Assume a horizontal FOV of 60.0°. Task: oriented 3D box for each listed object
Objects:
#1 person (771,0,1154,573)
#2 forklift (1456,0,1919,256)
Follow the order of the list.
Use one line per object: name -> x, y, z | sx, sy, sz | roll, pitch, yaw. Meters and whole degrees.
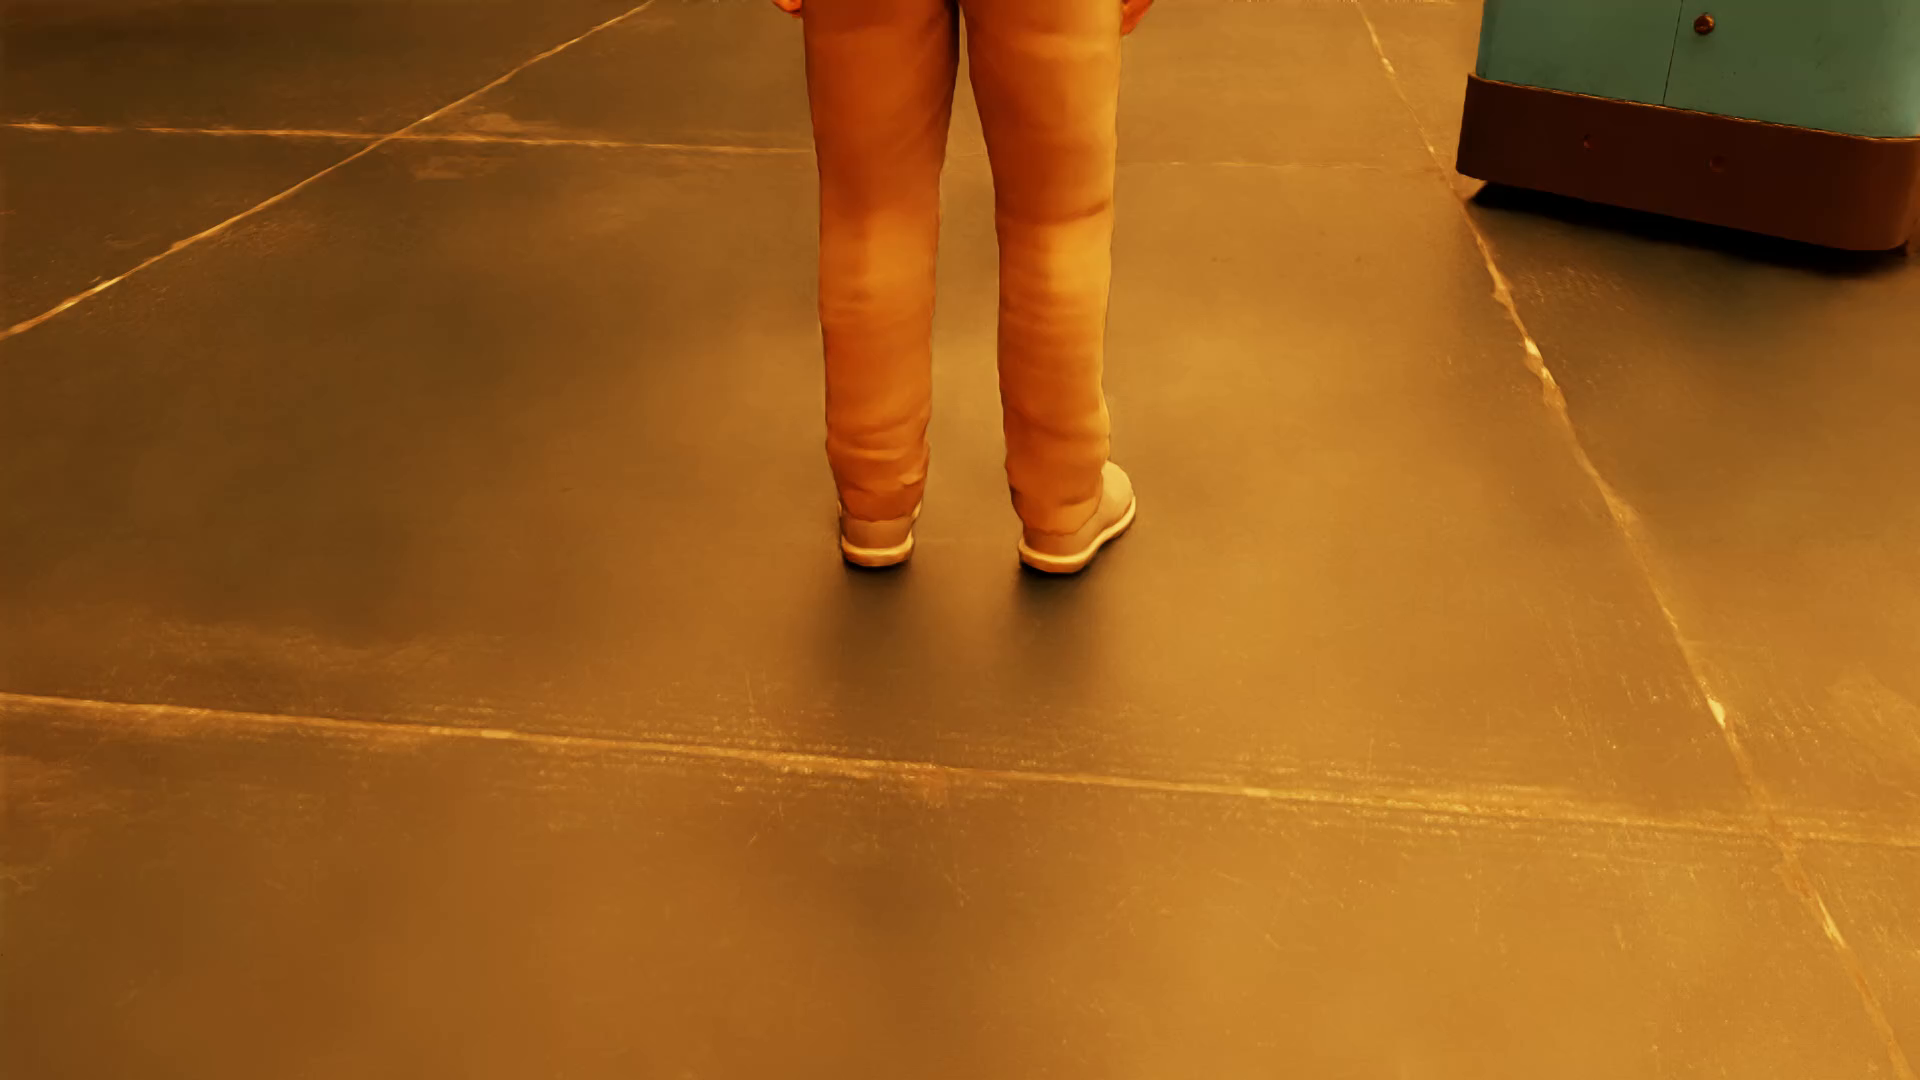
person -> 0.003, -0.784, 2.137 | 0.523, 1.730, 0.365 | 3, 27, 7
forklift -> 2.648, -2.497, 4.222 | 1.130, 2.935, 3.031 | 24, 35, 39
